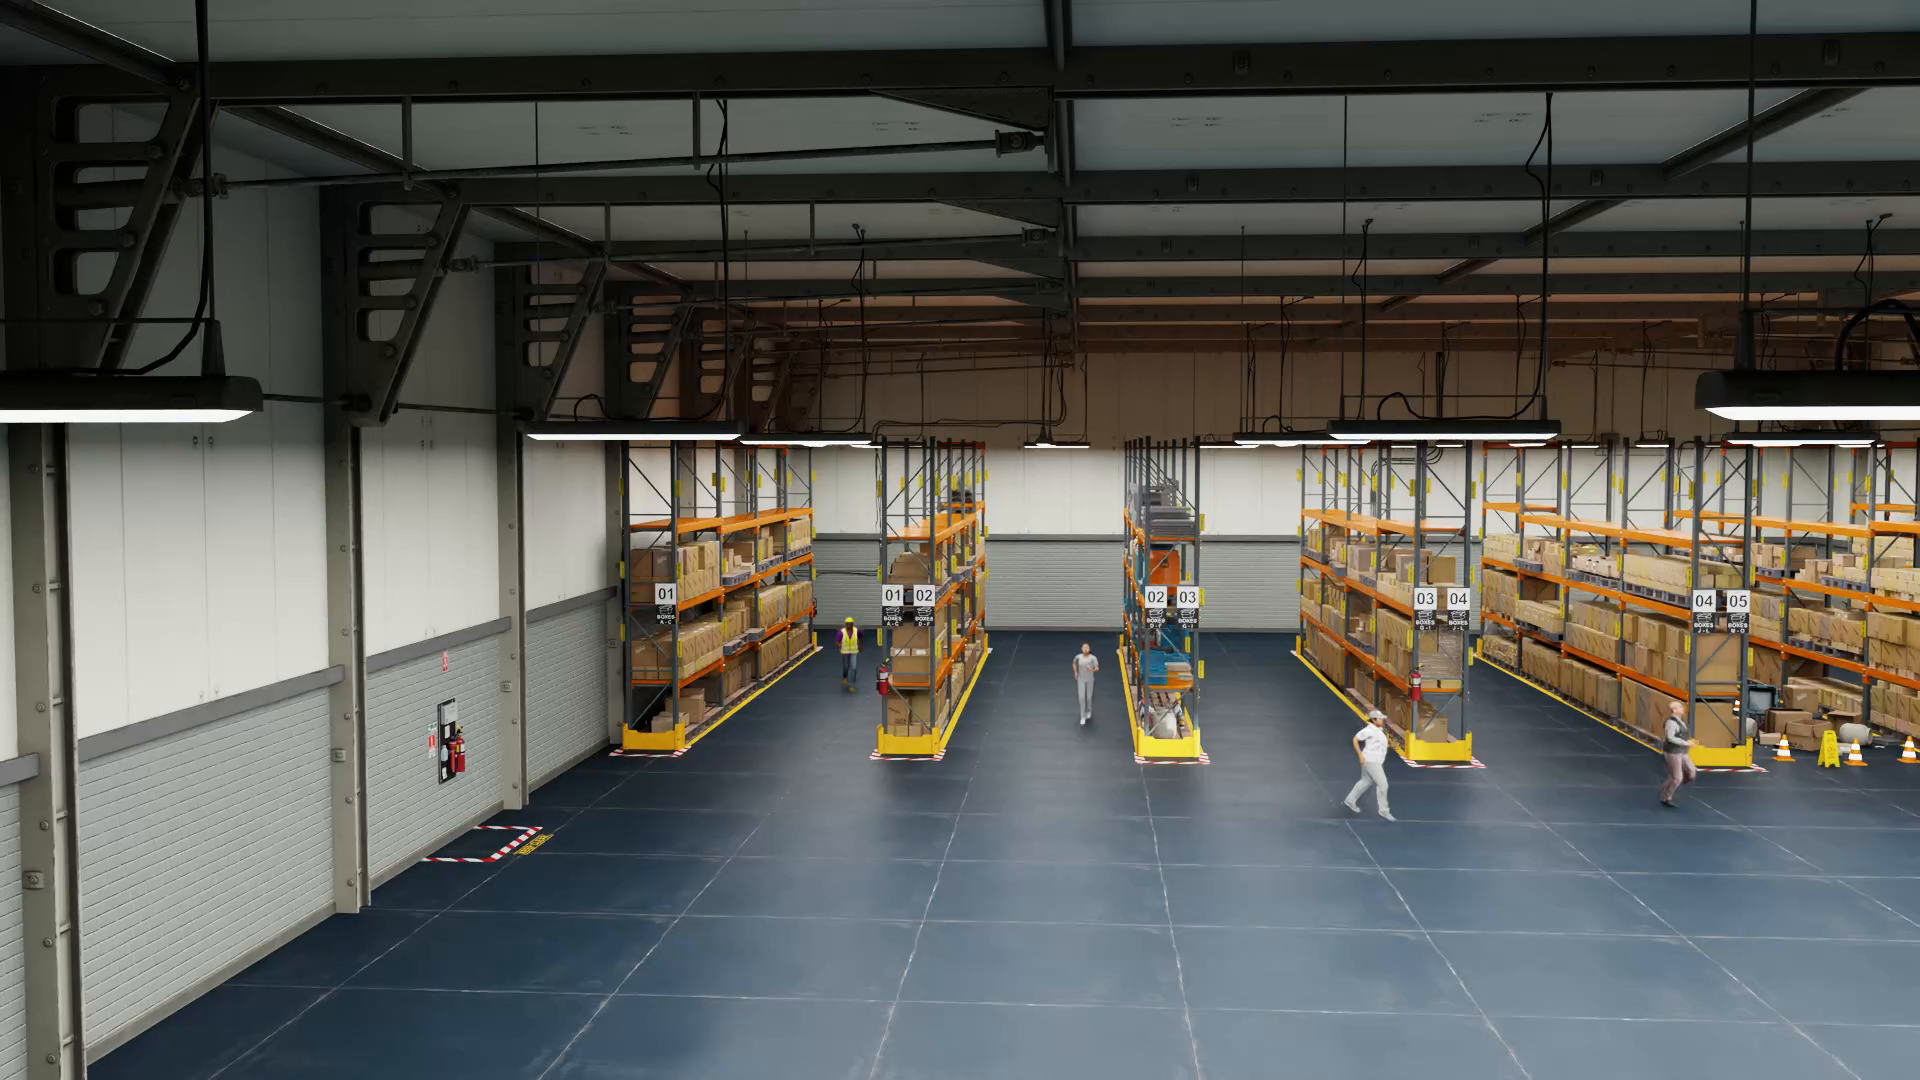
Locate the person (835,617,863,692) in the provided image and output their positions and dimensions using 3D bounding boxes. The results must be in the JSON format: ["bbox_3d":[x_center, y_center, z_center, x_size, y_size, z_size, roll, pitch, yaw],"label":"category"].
[{"bbox_3d":[-2.655,2.717,39.825,0.682,1.762,0.926,-1,3,-9],"label":"person"}]

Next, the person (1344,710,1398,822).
[{"bbox_3d":[6.404,3.494,25.909,0.838,1.711,0.580,1,3,26],"label":"person"}]

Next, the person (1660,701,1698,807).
[{"bbox_3d":[11.568,3.441,26.726,0.594,1.697,0.677,3,4,42],"label":"person"}]

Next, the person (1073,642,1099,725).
[{"bbox_3d":[2.653,2.998,35.110,0.560,1.690,0.827,0,3,7],"label":"person"}]

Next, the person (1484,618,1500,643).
[{"bbox_3d":[15.195,2.349,47.283,0.797,1.776,0.704,0,3,-1],"label":"person"}]
